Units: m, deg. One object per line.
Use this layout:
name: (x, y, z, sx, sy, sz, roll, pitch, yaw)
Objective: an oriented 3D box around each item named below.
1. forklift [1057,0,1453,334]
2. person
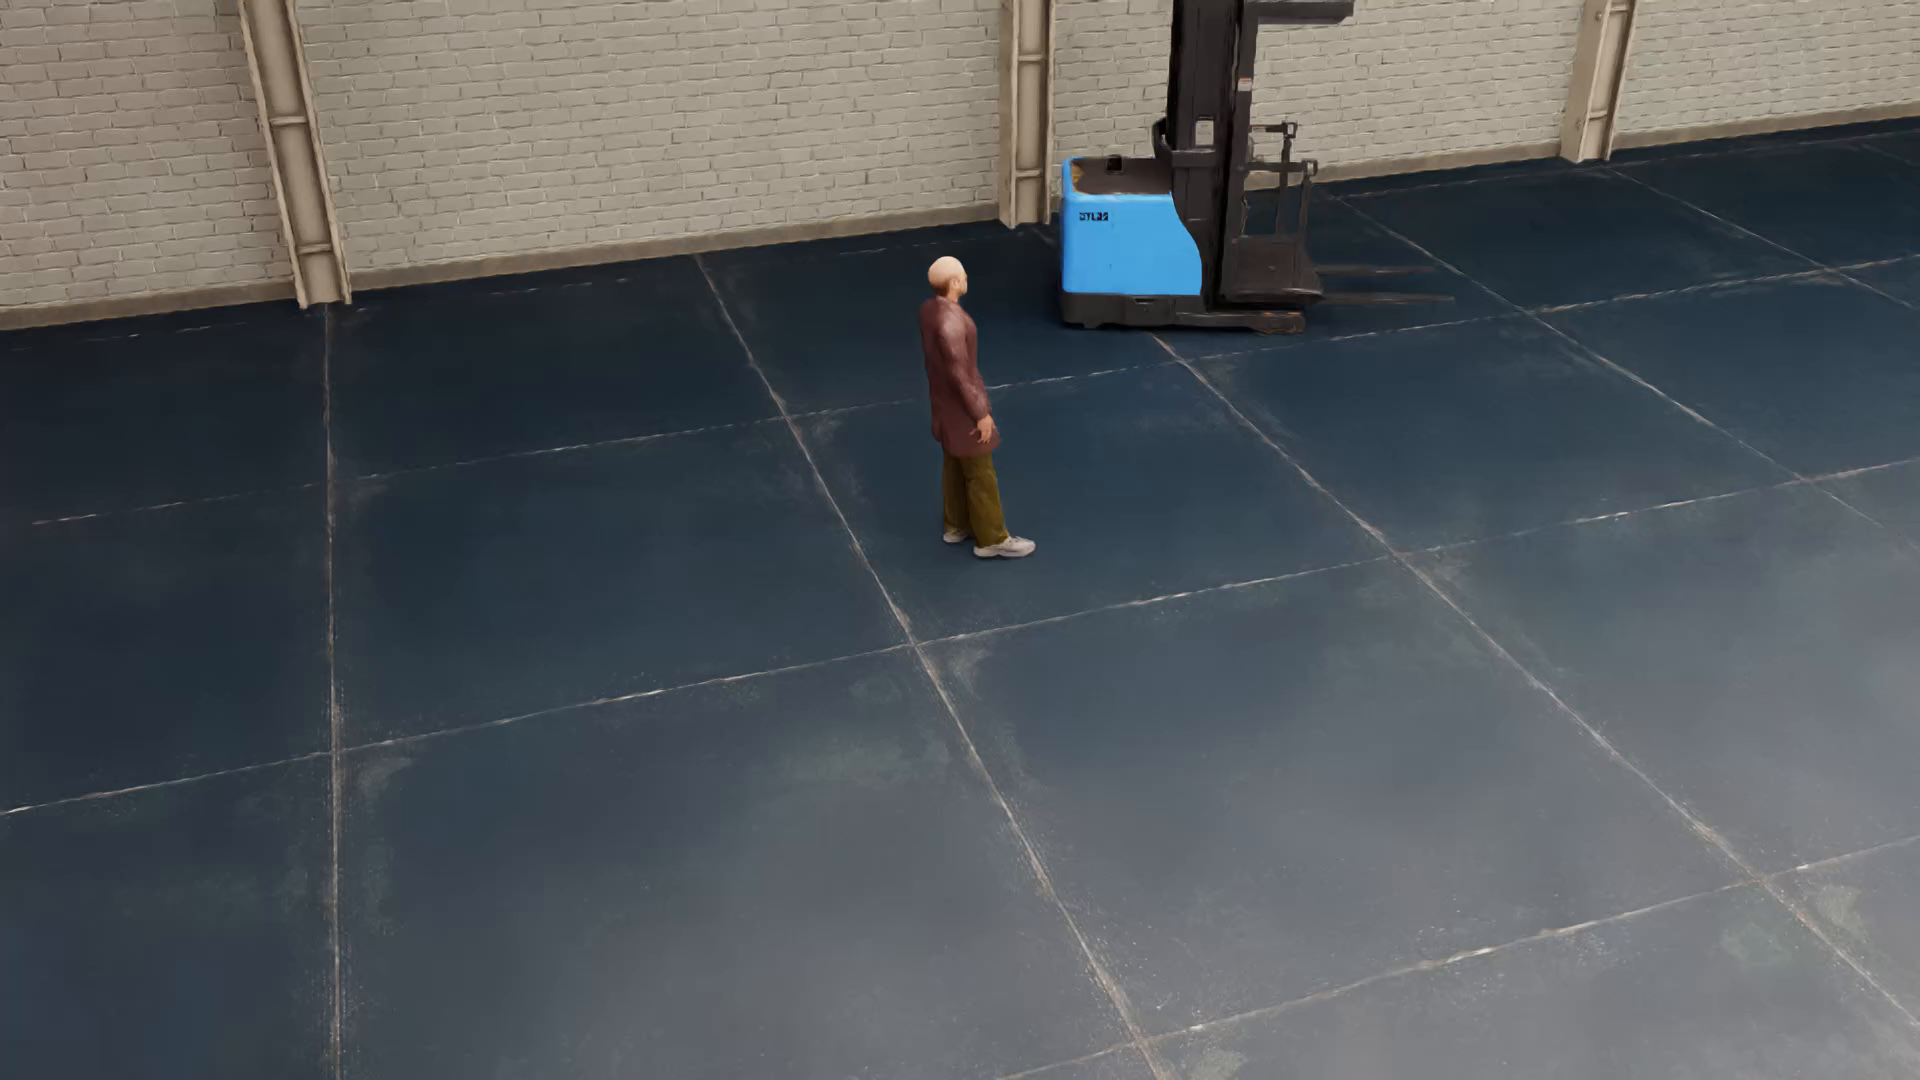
forklift: (2.294, -3.120, 12.510, 3.031, 2.935, 1.130, 1, 30, 1)
person: (0.088, -0.789, 9.601, 0.580, 1.776, 0.694, -10, 31, -16)
